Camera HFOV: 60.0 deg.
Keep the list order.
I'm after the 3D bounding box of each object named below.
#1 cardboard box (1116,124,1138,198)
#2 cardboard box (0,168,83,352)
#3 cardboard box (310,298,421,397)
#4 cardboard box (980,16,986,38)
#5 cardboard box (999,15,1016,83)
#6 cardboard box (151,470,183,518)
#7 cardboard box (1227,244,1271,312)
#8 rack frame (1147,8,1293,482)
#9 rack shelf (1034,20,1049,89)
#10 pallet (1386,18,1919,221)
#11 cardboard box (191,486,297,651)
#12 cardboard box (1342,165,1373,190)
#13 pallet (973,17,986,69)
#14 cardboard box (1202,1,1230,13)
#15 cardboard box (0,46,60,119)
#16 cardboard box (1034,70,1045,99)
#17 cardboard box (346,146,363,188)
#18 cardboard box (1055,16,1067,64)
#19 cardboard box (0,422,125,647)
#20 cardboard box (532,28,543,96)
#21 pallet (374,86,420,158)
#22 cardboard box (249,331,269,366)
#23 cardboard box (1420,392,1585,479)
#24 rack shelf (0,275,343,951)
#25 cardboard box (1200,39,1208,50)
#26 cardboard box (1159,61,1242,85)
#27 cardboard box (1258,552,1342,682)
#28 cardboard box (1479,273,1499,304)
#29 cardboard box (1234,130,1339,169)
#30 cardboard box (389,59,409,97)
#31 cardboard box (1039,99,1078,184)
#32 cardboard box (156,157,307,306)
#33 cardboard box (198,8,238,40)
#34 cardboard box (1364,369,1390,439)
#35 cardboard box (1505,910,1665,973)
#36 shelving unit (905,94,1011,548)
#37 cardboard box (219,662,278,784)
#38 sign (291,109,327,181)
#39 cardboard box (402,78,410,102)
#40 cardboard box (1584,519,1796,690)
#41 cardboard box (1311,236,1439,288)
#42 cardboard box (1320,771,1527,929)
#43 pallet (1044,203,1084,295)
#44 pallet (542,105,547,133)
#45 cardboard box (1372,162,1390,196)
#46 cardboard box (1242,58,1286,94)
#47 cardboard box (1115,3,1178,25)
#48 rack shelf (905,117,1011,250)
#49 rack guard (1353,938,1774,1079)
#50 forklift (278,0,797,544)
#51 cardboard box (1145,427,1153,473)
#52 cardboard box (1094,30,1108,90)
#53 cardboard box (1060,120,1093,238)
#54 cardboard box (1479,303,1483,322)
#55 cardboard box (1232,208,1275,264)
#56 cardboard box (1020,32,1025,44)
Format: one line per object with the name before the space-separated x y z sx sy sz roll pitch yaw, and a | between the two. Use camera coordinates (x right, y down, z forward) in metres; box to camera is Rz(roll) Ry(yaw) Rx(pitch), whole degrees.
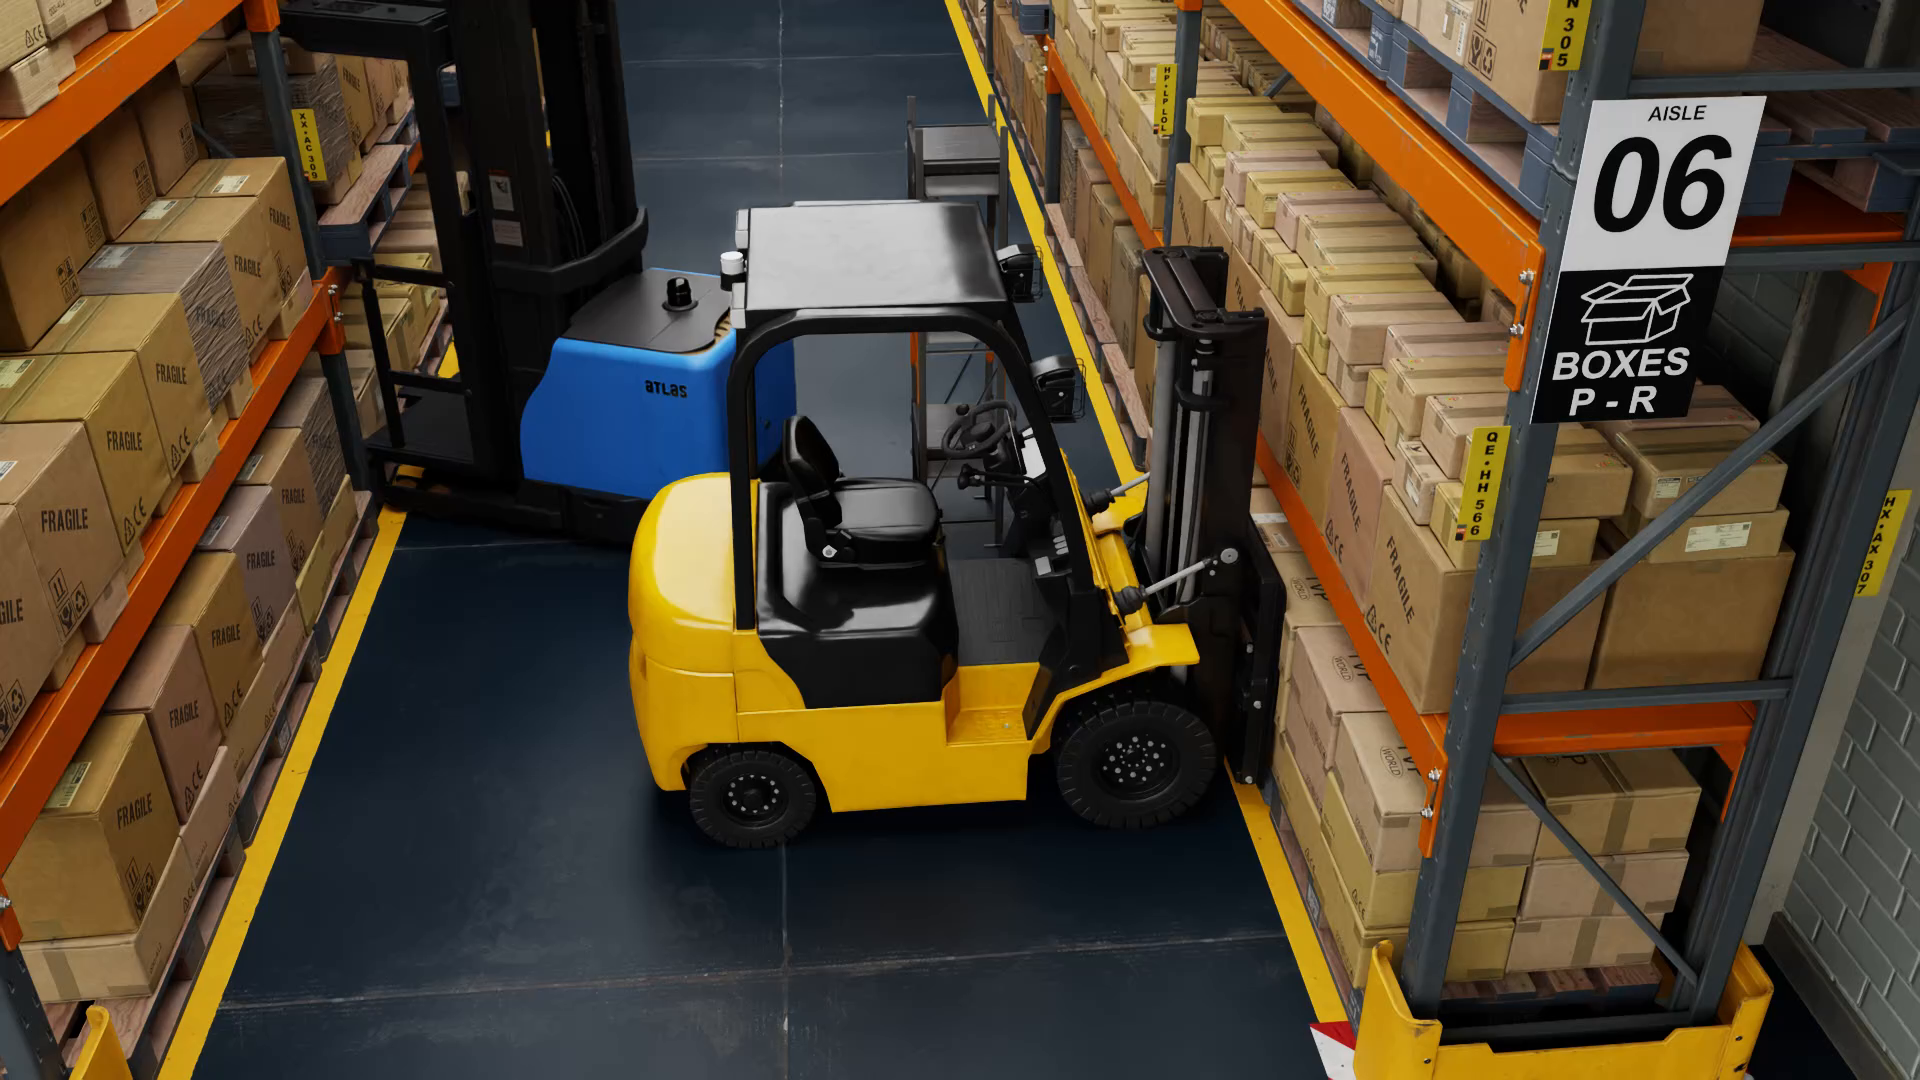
cardboard box | 1.130 -2.039 8.885 0.500 0.250 0.500 -3 31 -5
cardboard box | -3.442 -0.946 5.547 0.700 0.500 0.500 -3 31 -5
cardboard box | -3.574 -1.050 9.235 0.950 0.372 0.625 -1 31 -1
cardboard box | 0.398 -4.914 15.922 0.380 0.149 0.250 -4 31 -6
cardboard box | 0.623 -4.265 14.493 0.500 0.500 0.500 -3 31 -5
cardboard box | -3.001 -0.194 5.895 0.380 0.149 0.250 -4 31 -6
cardboard box | 1.385 -0.883 6.705 0.500 0.500 0.500 -3 31 -5
rack frame | 1.490 -1.603 8.008 1.000 3.000 0.127 -3 31 -5
rack shelf | 0.929 -4.357 13.321 1.077 0.370 4.000 -3 31 -5
pallet | 1.823 -1.172 4.449 1.003 0.211 1.213 -3 31 -5
cardboard box | -3.031 0.125 6.657 0.500 0.500 0.500 -1 31 -2
cardboard box | 1.850 -1.511 7.124 0.380 0.149 0.250 -2 31 -3
pallet | 0.679 -4.840 16.148 1.003 0.211 1.213 -3 31 -5
cardboard box | 1.510 -3.027 9.662 0.380 0.149 0.250 -2 31 -3
cardboard box | -2.911 -1.345 4.896 0.380 0.149 0.250 -2 31 -4
cardboard box | 0.761 -3.408 12.427 0.380 0.149 0.250 -4 31 -7
cardboard box | -3.204 -1.861 8.275 0.380 0.149 0.250 -2 31 -4
cardboard box | 0.914 -3.342 11.066 0.500 0.250 0.500 -3 31 -4
cardboard box | -2.898 -0.011 4.955 0.500 0.500 0.500 -2 31 -3
cardboard box | -3.970 -3.942 13.587 0.875 0.875 0.875 -2 31 -3
pallet | -3.600 -2.314 9.386 1.003 0.211 1.213 -3 31 -5
cardboard box | -3.142 -0.842 6.979 0.380 0.149 0.250 -3 31 -4
cardboard box | 1.566 -0.307 4.818 0.380 0.149 0.250 -3 31 -5
rack shelf | -3.265 -0.033 6.081 1.077 0.370 4.000 -3 31 -5
cardboard box | 1.567 -2.805 9.680 0.500 0.250 0.500 -3 31 -6
cardboard box | 1.224 -2.346 8.523 0.380 0.149 0.250 -3 31 -5
cardboard box | 1.399 0.273 6.165 0.500 0.250 0.500 -2 31 -4
cardboard box | 2.031 -0.860 5.744 0.380 0.149 0.250 -3 31 -6
cardboard box | 1.371 -1.616 7.010 0.380 0.149 0.250 -3 31 -6
cardboard box | -3.349 -2.737 9.111 0.500 0.500 0.500 -4 31 -7
cardboard box | 0.862 -2.958 12.304 0.500 0.500 0.500 -2 31 -3
cardboard box | -3.163 -1.319 7.145 0.500 0.500 0.500 -4 31 -6
cardboard box | -3.797 -2.568 8.195 0.380 0.149 0.250 -4 31 -6
cardboard box | 1.523 -0.437 5.326 0.380 0.149 0.250 -3 31 -5
cardboard box | 2.012 1.180 5.622 0.500 0.250 0.500 -3 31 -4
shelving unit | -0.015 -0.986 7.853 0.431 2.100 0.503 -3 31 -5
cardboard box | -2.982 0.715 6.399 0.500 0.250 0.500 -1 31 -1
sign | -2.912 -1.764 7.435 0.100 0.325 0.005 -3 31 -5
cardboard box | -3.337 -2.534 9.403 0.380 0.149 0.250 -4 31 -6
cardboard box | 2.094 0.130 5.009 0.500 0.500 0.500 -2 31 -3
cardboard box | 1.471 -0.965 5.920 0.380 0.149 0.250 -2 31 -4
cardboard box | 1.507 0.992 5.449 0.500 0.250 0.500 -3 31 -5
pallet | 1.154 -2.025 11.435 1.003 0.211 1.213 -3 31 -5
pallet | -3.935 -3.235 13.461 1.003 0.211 1.213 -3 31 -5
cardboard box | 1.926 -1.514 6.839 0.380 0.149 0.250 -3 31 -6
cardboard box | 1.675 -2.381 8.581 0.380 0.149 0.250 -3 31 -5
cardboard box | 1.104 -3.003 9.622 0.380 0.149 0.250 -3 31 -5
rack shelf | -0.015 -1.575 7.501 0.431 0.518 0.480 -3 31 -5
rack guard | 1.866 1.525 5.209 1.175 0.500 0.348 -3 31 -5
forklift | -2.404 -1.615 8.096 3.031 2.935 1.130 10 32 16
cardboard box | 1.205 -0.340 8.165 0.500 0.250 0.500 -2 31 -4
cardboard box | 1.064 -2.773 9.627 0.500 0.250 0.500 -2 31 -4
cardboard box | 1.161 -2.486 11.394 0.875 0.625 0.625 -2 31 -3
cardboard box | 2.040 -0.727 5.812 0.380 0.149 0.250 -2 31 -3
cardboard box | 1.308 -1.221 6.639 0.380 0.149 0.250 -3 31 -5
cardboard box | 0.695 -4.213 13.774 0.380 0.149 0.250 -2 31 -3
